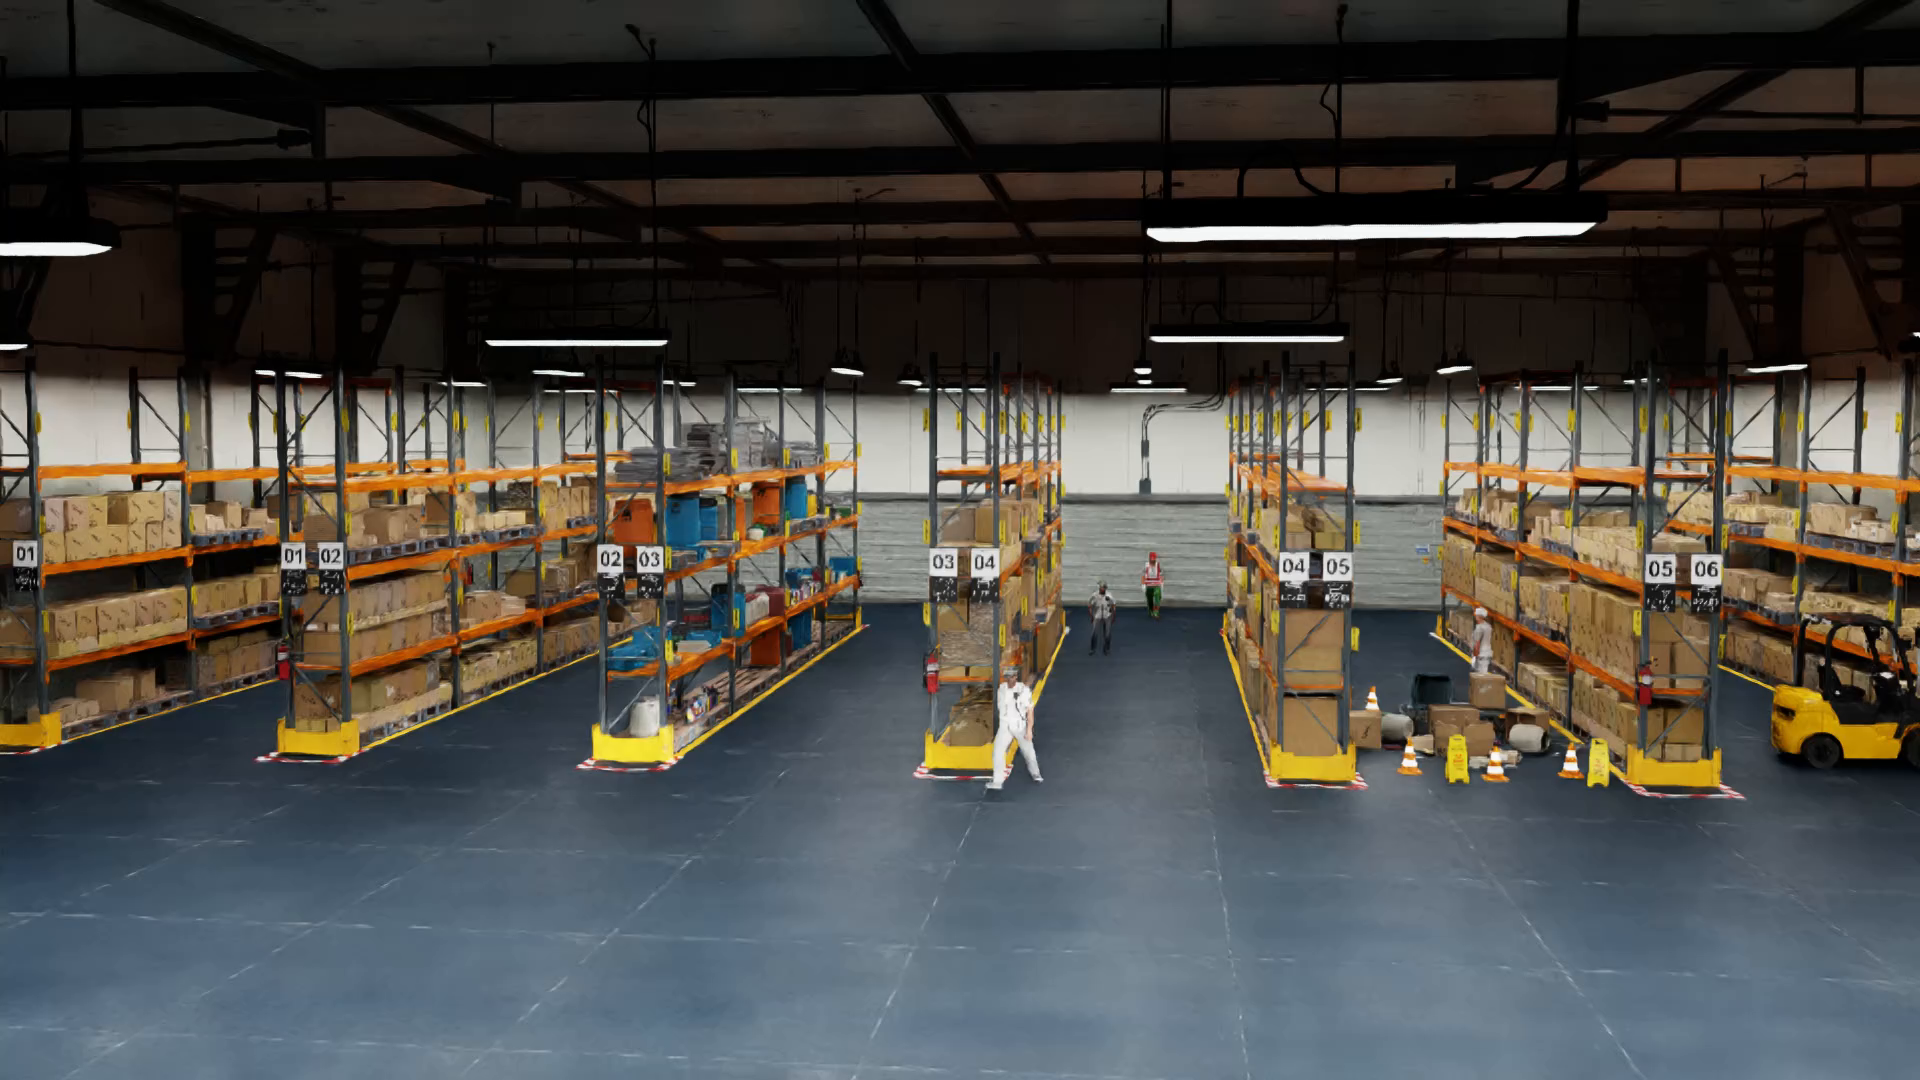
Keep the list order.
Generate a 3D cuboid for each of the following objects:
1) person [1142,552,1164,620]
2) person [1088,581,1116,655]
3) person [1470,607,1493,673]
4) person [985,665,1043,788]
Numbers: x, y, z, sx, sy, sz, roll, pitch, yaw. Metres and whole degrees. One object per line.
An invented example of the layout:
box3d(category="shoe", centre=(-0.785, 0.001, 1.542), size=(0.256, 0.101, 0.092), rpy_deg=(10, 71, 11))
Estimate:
box3d(category="person", centre=(4.898, 1.142, 42.303), size=(0.553, 1.709, 1.123), rpy_deg=(1, 4, 9))
box3d(category="person", centre=(3.053, 1.668, 35.758), size=(0.592, 1.630, 0.526), rpy_deg=(0, 4, 3))
box3d(category="person", centre=(9.015, 2.050, 28.902), size=(0.577, 1.785, 0.655), rpy_deg=(2, 5, 31))
box3d(category="person", centre=(0.760, 2.539, 22.818), size=(0.580, 1.702, 0.982), rpy_deg=(2, 5, 28))
